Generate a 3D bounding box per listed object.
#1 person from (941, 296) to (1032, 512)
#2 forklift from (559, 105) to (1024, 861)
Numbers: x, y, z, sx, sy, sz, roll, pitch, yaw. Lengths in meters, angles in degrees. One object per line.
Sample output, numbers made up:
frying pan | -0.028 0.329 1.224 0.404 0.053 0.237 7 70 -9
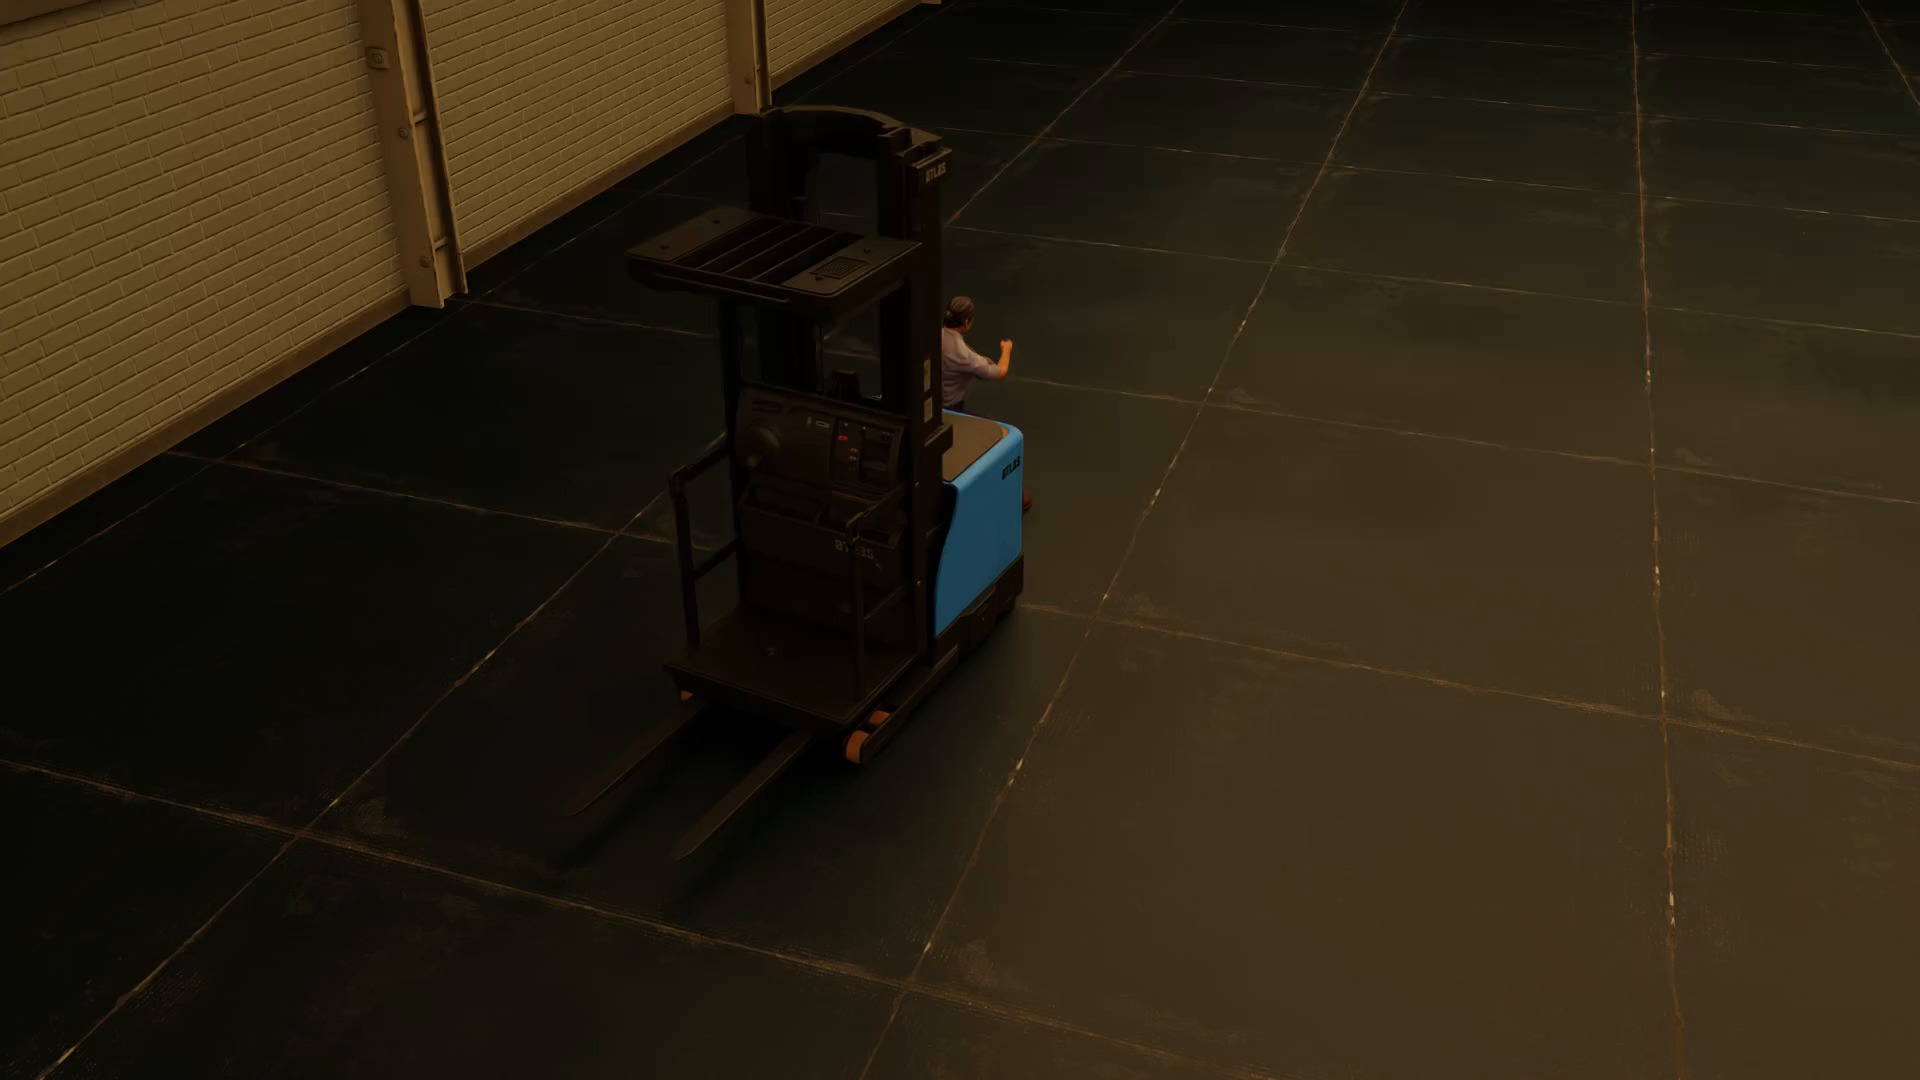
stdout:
person | -0.003 -0.880 10.206 0.909 1.413 0.740 14 33 24
forklift | -0.789 -0.427 7.885 1.130 2.935 3.031 15 33 25
